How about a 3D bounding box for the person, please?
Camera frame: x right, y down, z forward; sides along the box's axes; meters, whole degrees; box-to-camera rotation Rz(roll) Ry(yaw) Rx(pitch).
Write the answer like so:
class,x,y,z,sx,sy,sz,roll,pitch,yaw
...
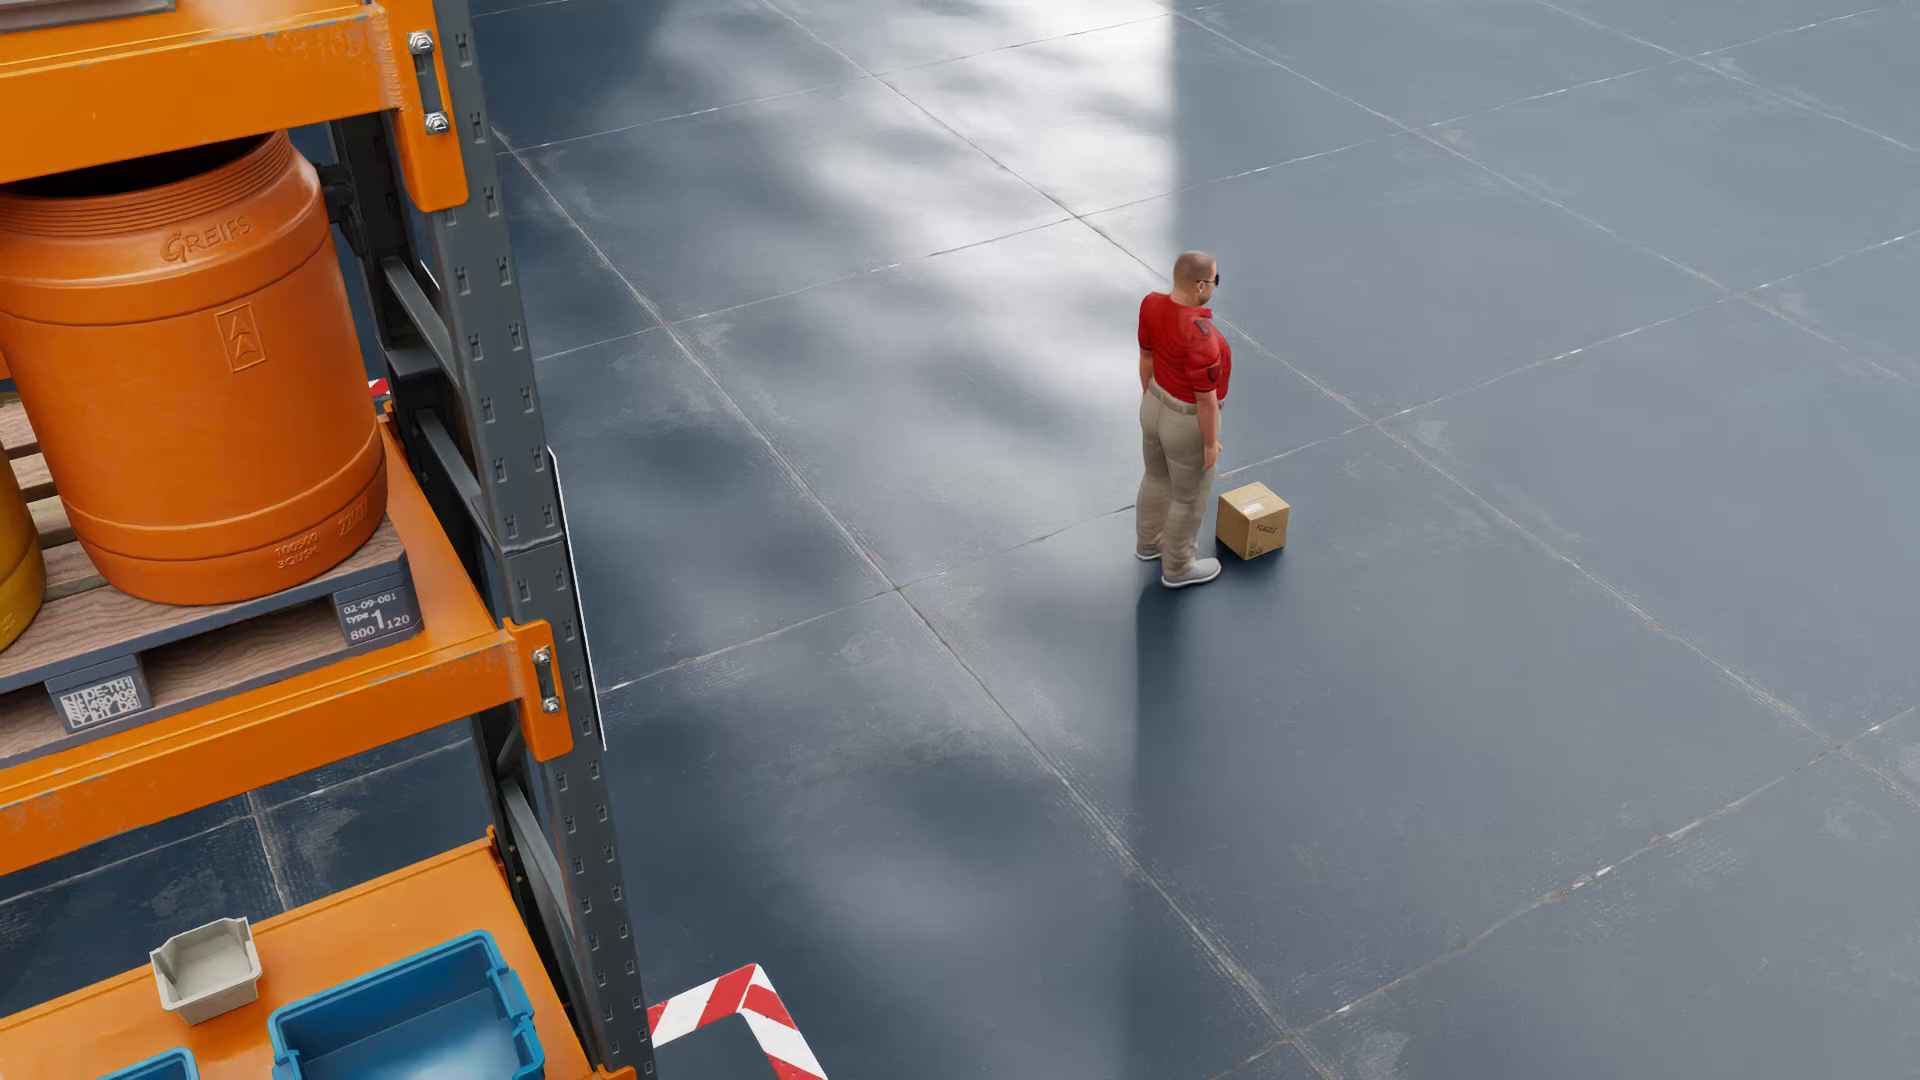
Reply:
class,x,y,z,sx,sy,sz,roll,pitch,yaw
person,1.033,-0.551,7.686,0.360,1.731,0.529,-18,40,-23
